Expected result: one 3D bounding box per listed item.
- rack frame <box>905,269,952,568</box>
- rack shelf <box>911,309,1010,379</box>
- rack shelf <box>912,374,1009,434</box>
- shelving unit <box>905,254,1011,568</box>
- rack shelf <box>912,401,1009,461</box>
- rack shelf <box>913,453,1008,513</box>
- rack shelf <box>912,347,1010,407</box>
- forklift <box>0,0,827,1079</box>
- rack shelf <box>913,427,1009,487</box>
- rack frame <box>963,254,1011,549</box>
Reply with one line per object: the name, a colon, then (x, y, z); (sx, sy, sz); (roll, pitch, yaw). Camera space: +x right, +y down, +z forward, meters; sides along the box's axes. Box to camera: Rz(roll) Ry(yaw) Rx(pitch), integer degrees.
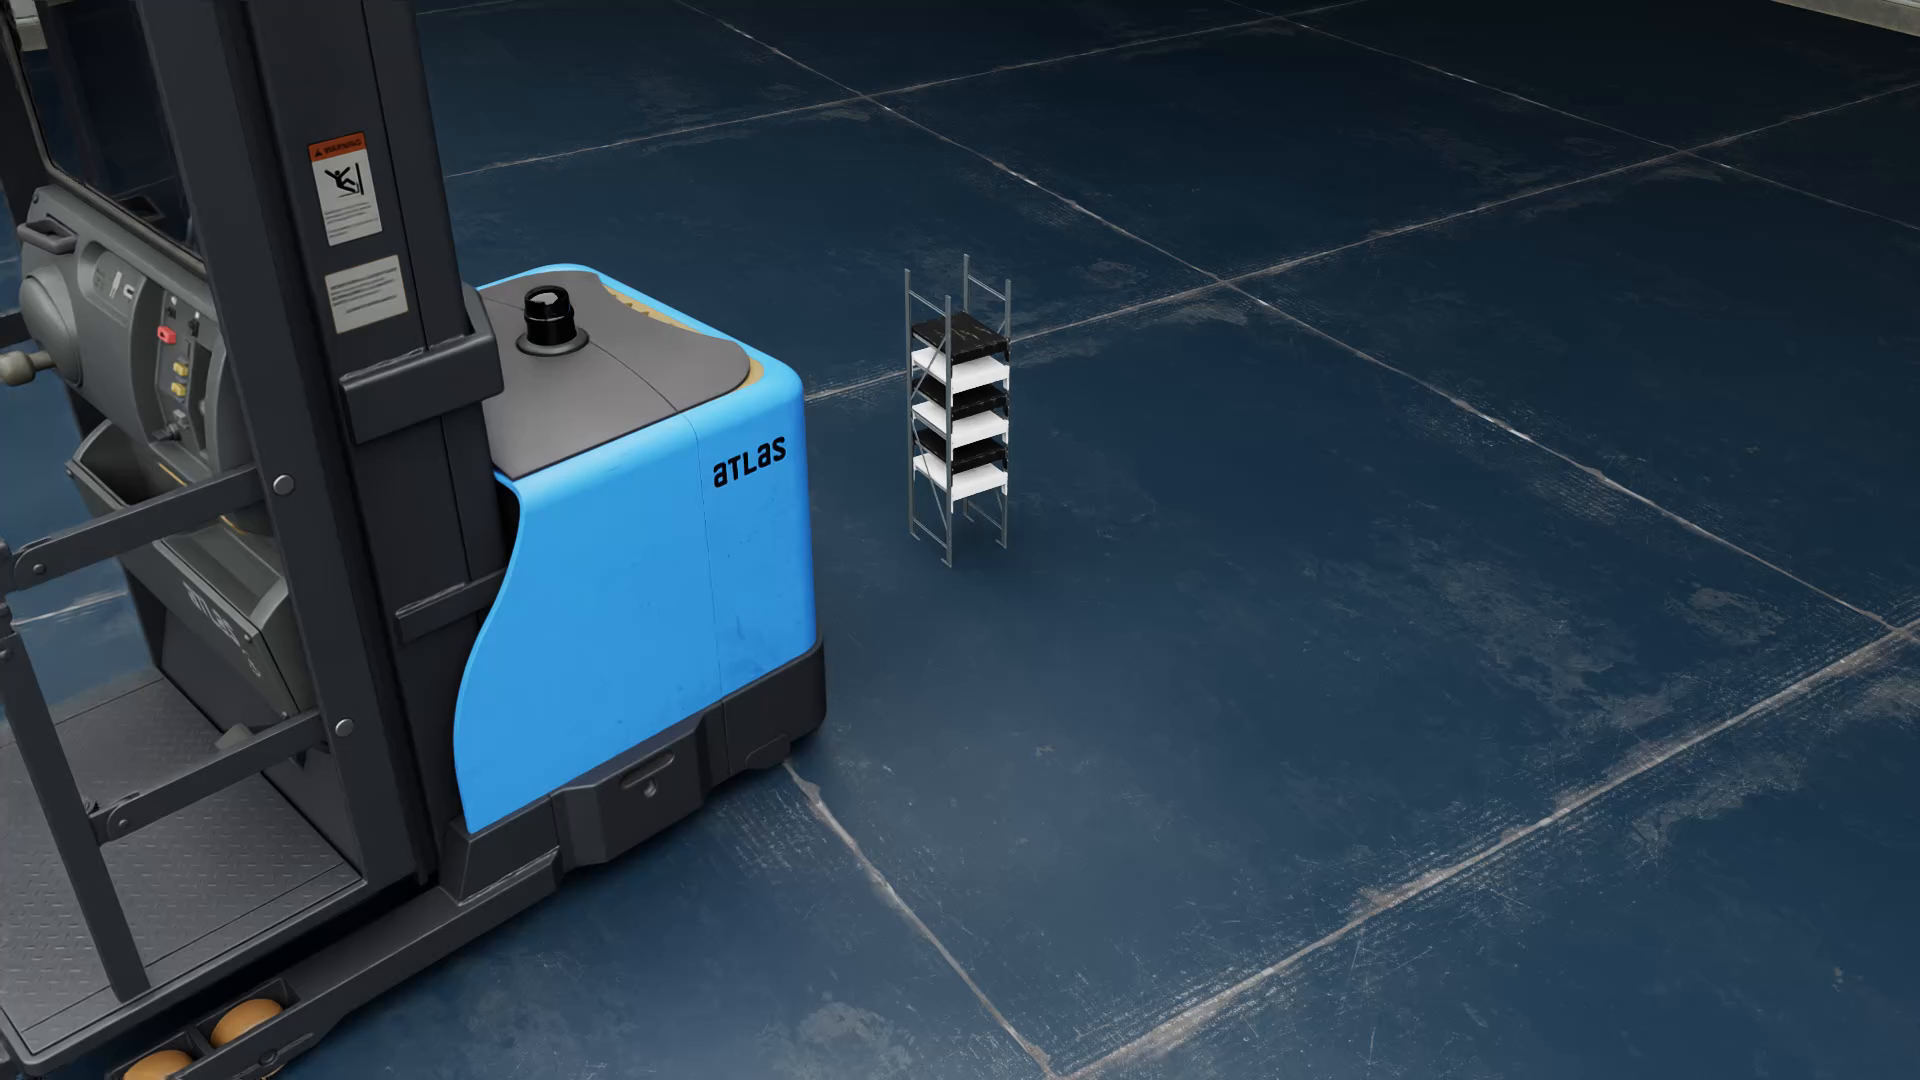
rack frame: (-0.092, -0.349, 4.960); (0.006, 0.900, 0.240); (-19, 37, -27)
rack shelf: (-0.007, -0.578, 4.880); (0.200, 0.077, 0.258); (-19, 37, -27)
rack shelf: (-0.007, -0.426, 4.976); (0.200, 0.077, 0.258); (-19, 37, -27)
shelving unit: (-0.007, -0.378, 5.006); (0.210, 0.900, 0.258); (-19, 37, -27)
rack shelf: (-0.007, -0.350, 5.024); (0.200, 0.077, 0.258); (-19, 37, -27)
rack shelf: (-0.007, -0.198, 5.120); (0.200, 0.077, 0.258); (-19, 37, -27)
rack shelf: (-0.007, -0.502, 4.928); (0.200, 0.077, 0.258); (-19, 37, -27)
forklift: (-1.752, -0.354, 3.064); (3.031, 2.935, 1.130); (-28, 42, -37)
rack shelf: (-0.007, -0.274, 5.072); (0.200, 0.077, 0.258); (-19, 37, -27)
rack frame: (0.079, -0.408, 5.053); (0.006, 0.900, 0.240); (-19, 37, -27)
